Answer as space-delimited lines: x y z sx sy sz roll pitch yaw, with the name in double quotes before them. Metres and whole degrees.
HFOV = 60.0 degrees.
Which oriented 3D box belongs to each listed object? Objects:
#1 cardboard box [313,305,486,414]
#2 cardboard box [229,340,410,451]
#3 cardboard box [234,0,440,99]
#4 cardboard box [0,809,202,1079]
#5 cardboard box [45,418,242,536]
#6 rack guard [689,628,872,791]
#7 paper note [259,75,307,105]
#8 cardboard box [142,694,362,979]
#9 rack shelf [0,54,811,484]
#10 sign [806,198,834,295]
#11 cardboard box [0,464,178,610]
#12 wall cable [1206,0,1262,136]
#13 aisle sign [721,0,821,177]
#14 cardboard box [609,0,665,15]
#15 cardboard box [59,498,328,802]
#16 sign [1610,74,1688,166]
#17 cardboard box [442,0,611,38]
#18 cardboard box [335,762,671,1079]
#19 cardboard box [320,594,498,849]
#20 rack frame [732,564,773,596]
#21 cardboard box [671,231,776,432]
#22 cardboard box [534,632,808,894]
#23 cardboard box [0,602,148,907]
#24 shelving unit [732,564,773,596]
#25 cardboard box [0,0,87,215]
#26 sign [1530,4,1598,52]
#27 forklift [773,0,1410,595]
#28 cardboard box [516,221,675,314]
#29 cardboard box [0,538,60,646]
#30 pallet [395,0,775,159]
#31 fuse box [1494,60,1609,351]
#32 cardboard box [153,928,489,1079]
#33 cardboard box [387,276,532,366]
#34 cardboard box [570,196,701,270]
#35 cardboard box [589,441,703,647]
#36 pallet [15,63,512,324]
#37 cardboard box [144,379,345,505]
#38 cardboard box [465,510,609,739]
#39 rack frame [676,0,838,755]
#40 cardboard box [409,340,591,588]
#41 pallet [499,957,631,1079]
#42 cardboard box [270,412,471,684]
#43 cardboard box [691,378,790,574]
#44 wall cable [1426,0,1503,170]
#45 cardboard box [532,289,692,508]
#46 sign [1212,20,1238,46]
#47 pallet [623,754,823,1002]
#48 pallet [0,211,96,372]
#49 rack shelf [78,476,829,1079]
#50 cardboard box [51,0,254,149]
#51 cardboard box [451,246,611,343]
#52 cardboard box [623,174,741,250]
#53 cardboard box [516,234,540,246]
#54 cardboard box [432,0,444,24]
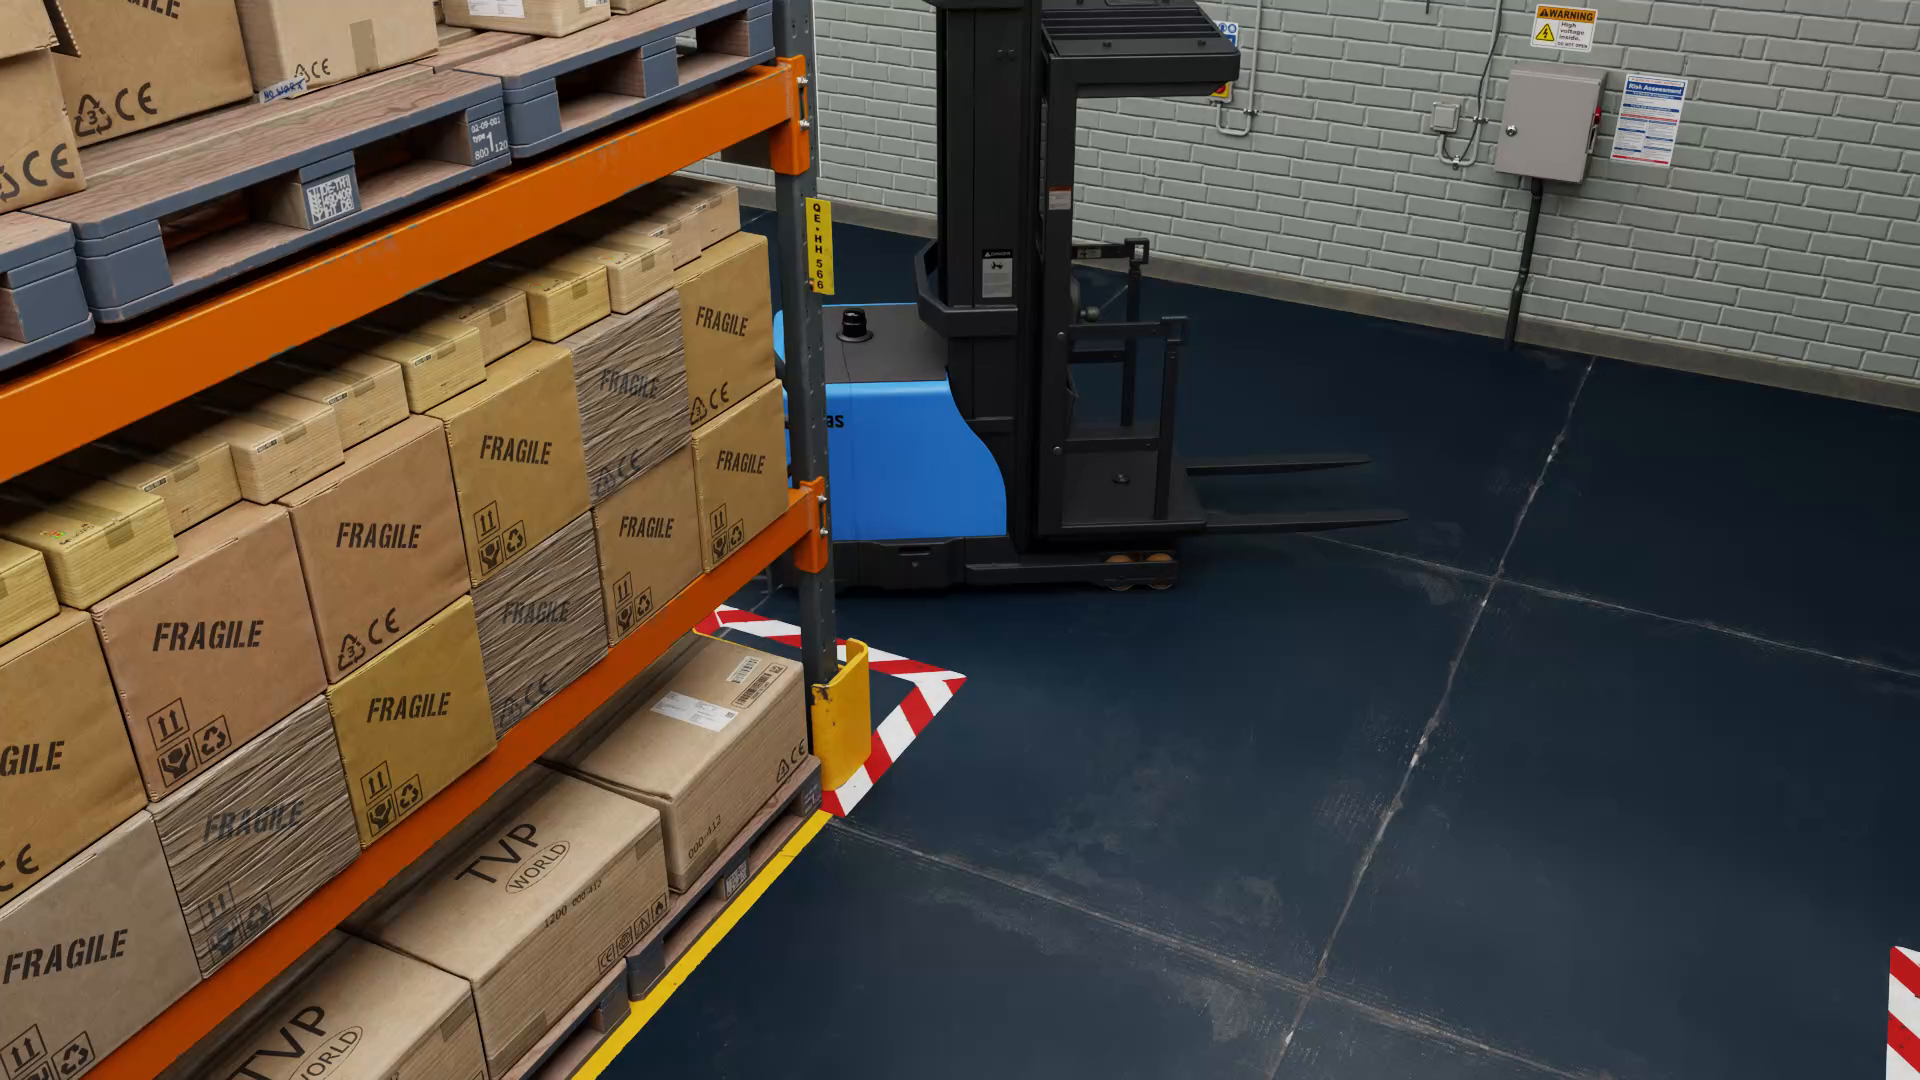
"cardboard box" -1.464 -0.476 4.311 0.380 0.149 0.250 15 33 24
"cardboard box" -1.600 -0.364 4.115 0.380 0.149 0.250 15 33 25
"cardboard box" -1.672 -1.336 4.119 0.500 0.311 0.500 15 33 24
"cardboard box" -2.088 0.859 3.642 0.500 0.500 0.500 15 33 24
"cardboard box" -1.856 -0.144 3.733 0.380 0.149 0.250 14 33 23
"rack guard" -0.935 0.573 6.750 1.175 0.500 0.348 14 33 23
"paper note" -1.385 -0.922 3.405 0.006 0.032 0.123 14 33 23
"cardboard box" -1.856 0.640 4.023 0.500 0.500 0.500 15 33 24
"rack shelf" -1.857 -0.602 3.997 1.077 0.370 4.000 14 33 23
"sign" -0.469 -0.976 5.537 0.100 0.325 0.005 14 33 23
"cardboard box" -1.897 -0.014 3.506 0.380 0.149 0.250 13 32 22
"wall cable" 1.602 -3.459 10.210 0.585 1.953 0.123 14 33 23
"aisle sign" -0.637 -1.589 5.395 0.394 0.787 0.004 14 33 23
"cardboard box" -1.071 -1.742 4.887 0.500 0.250 0.500 11 32 19
"cardboard box" -1.856 0.193 3.798 0.500 0.500 0.500 15 33 24
"sign" 3.940 -2.403 9.517 0.329 0.494 0.001 14 33 23
"cardboard box" -1.191 -1.494 4.557 0.380 0.149 0.250 12 32 19
"cardboard box" -1.567 1.152 5.384 0.875 0.438 0.875 15 33 25
"cardboard box" -1.621 0.411 4.421 0.500 0.500 0.500 15 33 25
"rack frame" -1.020 -0.266 7.498 0.240 1.200 0.015 -4 30 -3
"cardboard box" -0.954 -0.709 5.369 0.500 0.500 0.500 15 33 25
"cardboard box" -1.158 0.744 6.093 0.875 0.438 0.875 13 32 22
"cardboard box" -2.100 0.417 3.407 0.500 0.500 0.500 14 33 23
"shelving unit" -1.038 -0.387 7.709 0.258 1.200 0.503 -4 30 -3
"cardboard box" -2.182 -0.903 3.173 0.797 0.503 0.637 17 34 27
"sign" 3.451 -2.927 9.505 0.339 0.242 0.001 14 33 23
"forklift" 0.628 -1.294 7.560 3.031 2.935 1.130 -2 30 -4
"cardboard box" -1.068 -0.802 4.879 0.380 0.149 0.250 14 33 23
"cardboard box" -2.044 0.097 3.313 0.380 0.149 0.250 14 33 23
"pallet" -1.275 -1.431 4.807 1.003 0.211 1.213 14 33 23
"fuse box" 3.406 -1.905 9.850 0.539 1.711 0.414 14 33 23
"cardboard box" -1.979 1.551 4.688 0.875 0.438 0.875 13 32 22
"cardboard box" -1.402 -0.600 4.527 0.380 0.149 0.250 14 33 23
"cardboard box" -1.025 -0.936 5.112 0.380 0.149 0.250 15 33 24
"cardboard box" -1.172 -0.051 5.226 0.500 0.500 0.500 14 33 22
"pallet" -1.829 -0.888 3.862 1.003 0.211 1.213 14 33 23
"cardboard box" -1.683 -0.237 3.895 0.380 0.149 0.250 14 33 23
"cardboard box" -1.398 0.180 4.825 0.500 0.500 0.500 15 33 25
"rack frame" -0.946 -0.500 6.109 1.000 3.000 0.127 14 33 23
"cardboard box" -1.394 -0.253 4.573 0.500 0.500 0.500 14 33 23
"pallet" -1.797 1.620 5.217 1.003 0.211 1.213 14 33 23
"cardboard box" -1.625 -0.030 4.186 0.500 0.500 0.500 14 33 23
"cardboard box" -0.930 -0.270 5.607 0.500 0.500 0.500 14 33 24
"wall cable" 2.870 -3.129 9.667 0.588 1.984 0.122 14 33 23
"cardboard box" -1.166 -0.471 4.954 0.500 0.500 0.500 14 33 23
"sign" 1.587 -3.161 10.470 0.327 0.218 0.001 14 33 23
"pallet" -1.241 1.081 6.155 1.003 0.211 1.213 14 33 23
"pallet" -2.386 -0.350 2.924 1.003 0.211 1.213 14 33 23
"rack shelf" -1.857 0.698 4.744 1.077 0.370 4.000 14 33 23
"cardboard box" -1.998 -1.210 3.711 0.500 0.500 0.500 15 33 24
"cardboard box" -1.219 -0.700 4.701 0.380 0.149 0.250 15 33 24
"cardboard box" -0.931 -1.054 5.317 0.380 0.149 0.250 15 33 24
"cardboard box" -1.410 -1.032 5.278 0.380 0.149 0.250 15 33 24
"cardboard box" -1.646 -1.487 4.546 0.380 0.149 0.250 16 33 25
